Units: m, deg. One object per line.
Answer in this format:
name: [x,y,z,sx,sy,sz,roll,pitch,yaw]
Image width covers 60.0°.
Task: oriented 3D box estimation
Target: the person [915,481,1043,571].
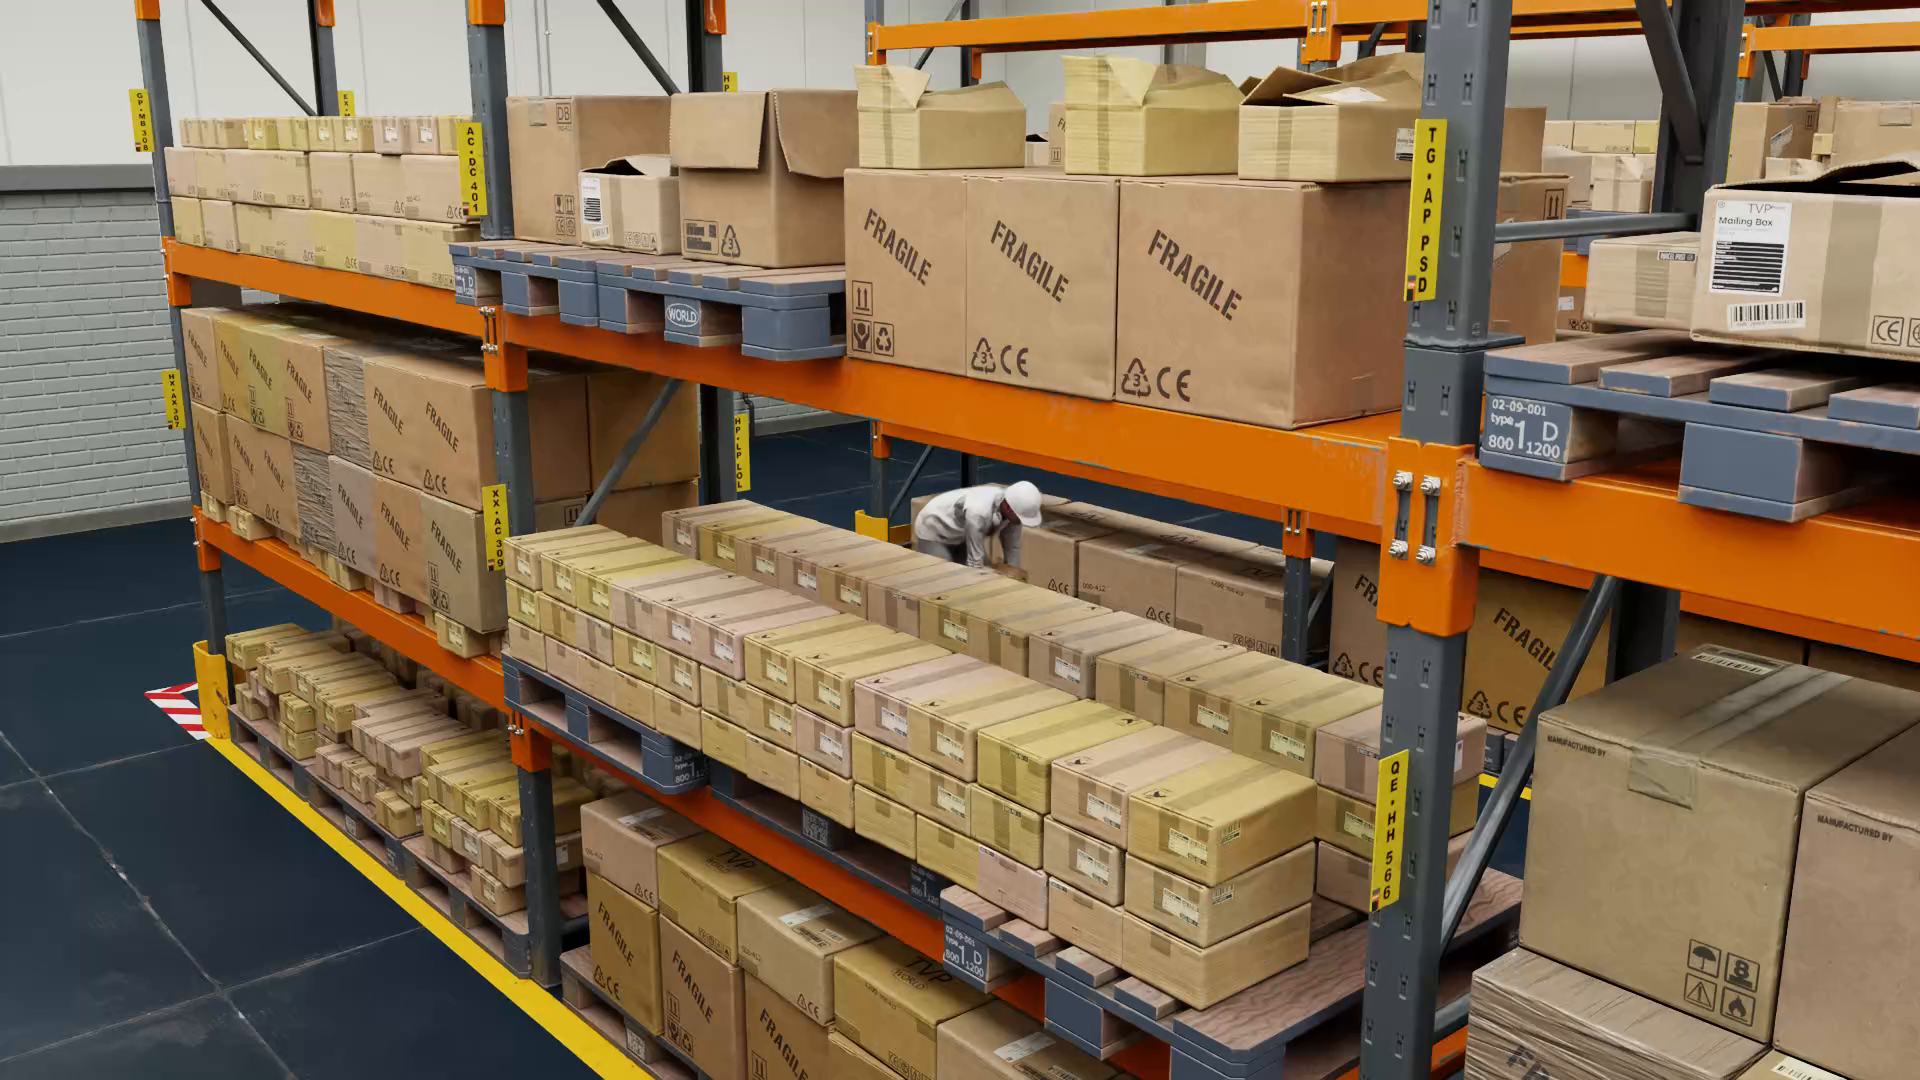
person: [0.137,0.200,10.653,0.483,1.286,0.959,-13,19,-42]
